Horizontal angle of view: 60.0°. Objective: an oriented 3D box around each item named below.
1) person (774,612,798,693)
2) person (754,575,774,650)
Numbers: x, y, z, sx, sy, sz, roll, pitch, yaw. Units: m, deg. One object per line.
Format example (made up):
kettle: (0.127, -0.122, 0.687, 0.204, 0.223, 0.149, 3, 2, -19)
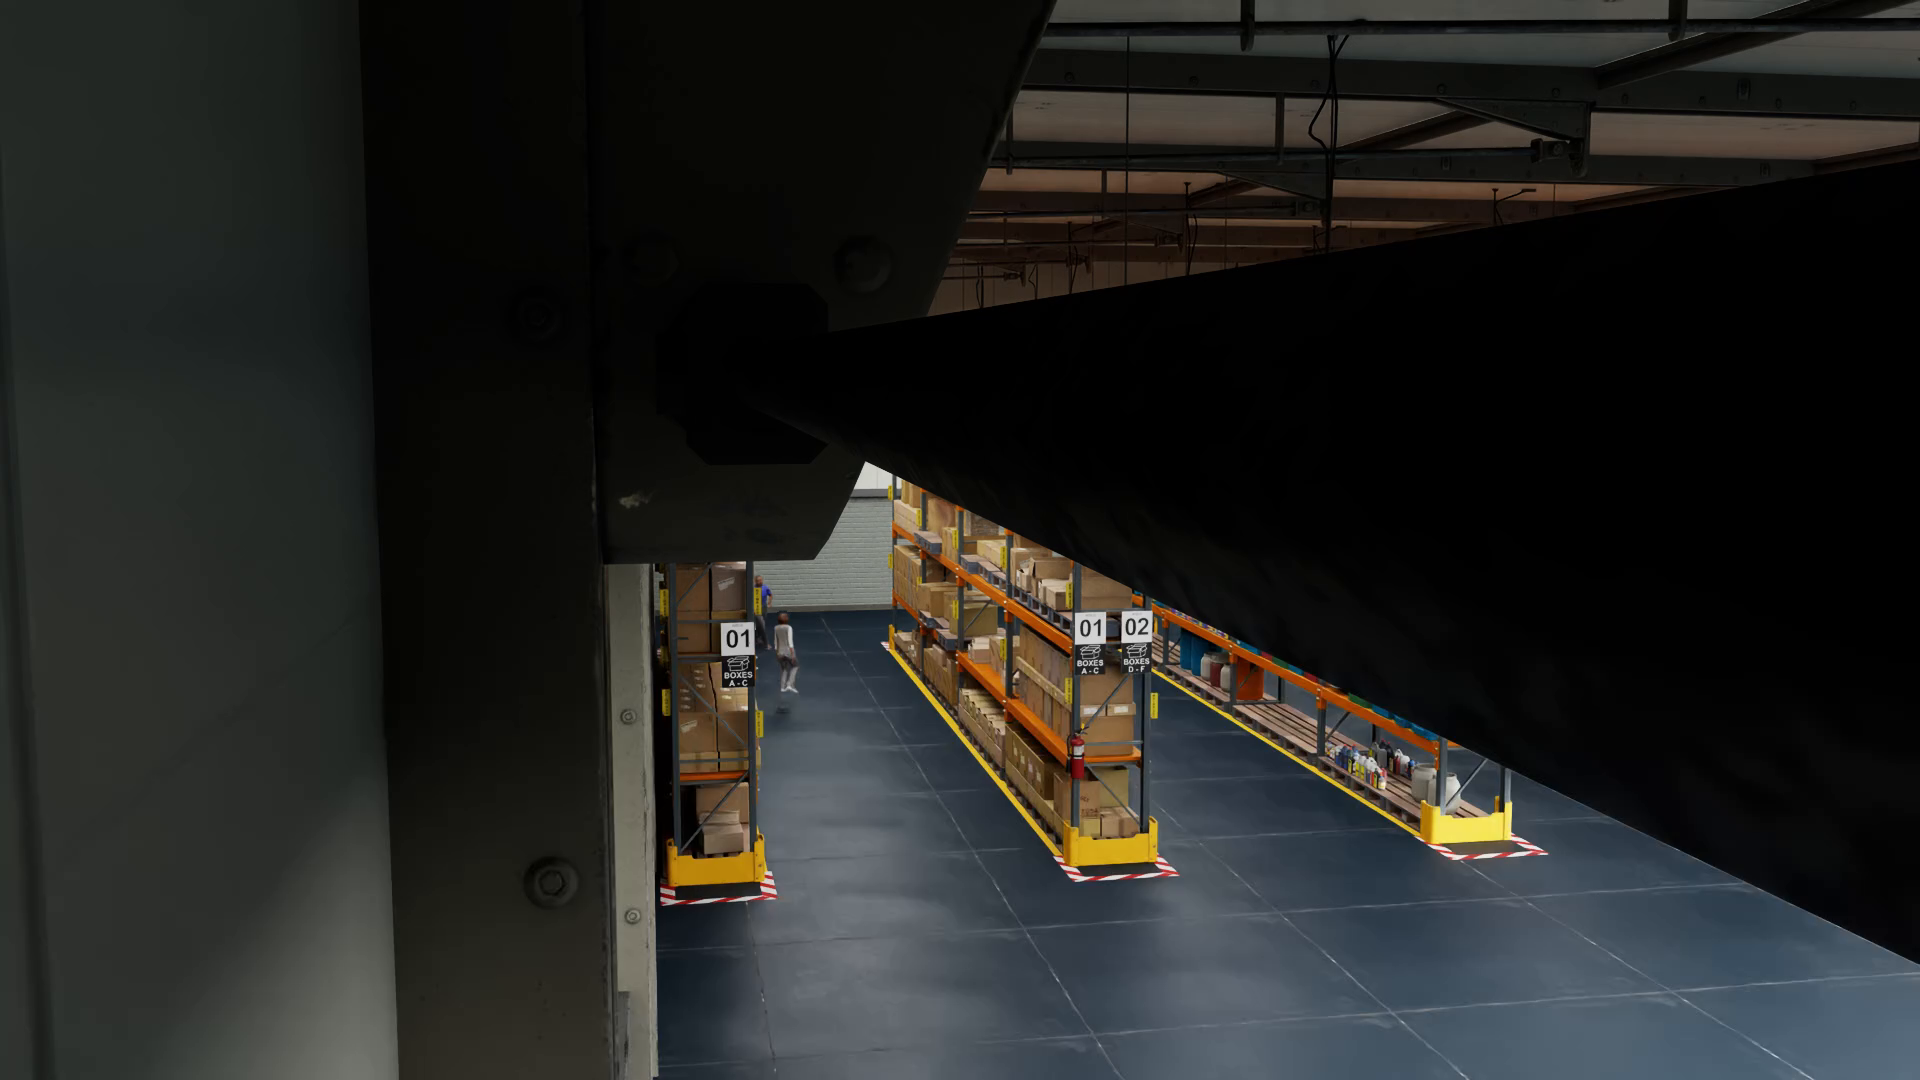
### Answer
person: (-3.203, 2.071, 30.449, 0.438, 1.504, 0.536, 1, 6, 8)
person: (-4.432, 1.577, 36.570, 0.644, 1.655, 0.830, -5, 8, -37)
